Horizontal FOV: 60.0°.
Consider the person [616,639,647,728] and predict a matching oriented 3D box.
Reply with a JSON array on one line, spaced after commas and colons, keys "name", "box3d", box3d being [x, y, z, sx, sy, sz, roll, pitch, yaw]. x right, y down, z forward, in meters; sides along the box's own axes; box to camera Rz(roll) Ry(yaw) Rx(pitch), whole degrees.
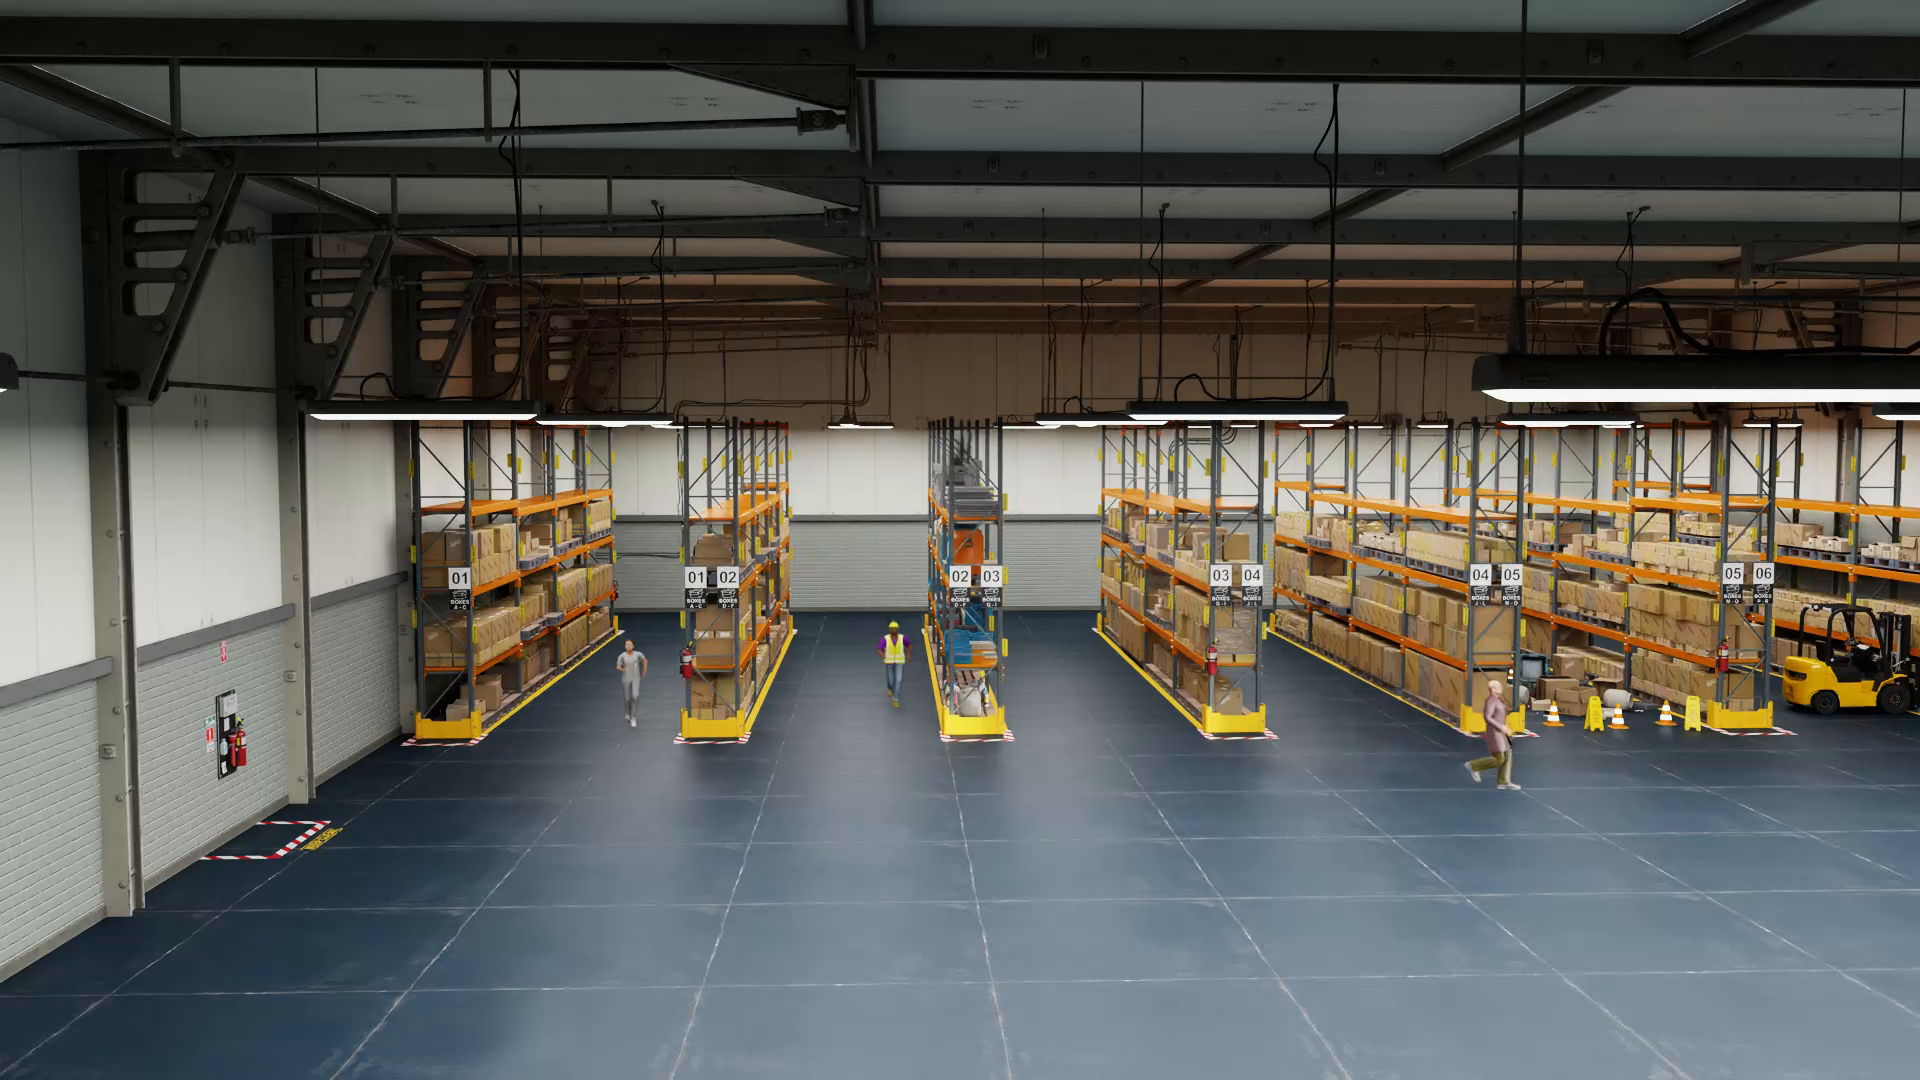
[{"name": "person", "box3d": [-6.426, 2.782, 32.536, 0.570, 1.698, 0.825, 0, 4, -8]}]

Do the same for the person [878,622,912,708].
[{"name": "person", "box3d": [-1.363, 2.588, 34.836, 0.712, 1.754, 0.932, 0, 4, -3]}]

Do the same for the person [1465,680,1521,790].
[{"name": "person", "box3d": [8.526, 3.110, 26.556, 0.865, 1.745, 0.726, 2, 4, 24]}]
